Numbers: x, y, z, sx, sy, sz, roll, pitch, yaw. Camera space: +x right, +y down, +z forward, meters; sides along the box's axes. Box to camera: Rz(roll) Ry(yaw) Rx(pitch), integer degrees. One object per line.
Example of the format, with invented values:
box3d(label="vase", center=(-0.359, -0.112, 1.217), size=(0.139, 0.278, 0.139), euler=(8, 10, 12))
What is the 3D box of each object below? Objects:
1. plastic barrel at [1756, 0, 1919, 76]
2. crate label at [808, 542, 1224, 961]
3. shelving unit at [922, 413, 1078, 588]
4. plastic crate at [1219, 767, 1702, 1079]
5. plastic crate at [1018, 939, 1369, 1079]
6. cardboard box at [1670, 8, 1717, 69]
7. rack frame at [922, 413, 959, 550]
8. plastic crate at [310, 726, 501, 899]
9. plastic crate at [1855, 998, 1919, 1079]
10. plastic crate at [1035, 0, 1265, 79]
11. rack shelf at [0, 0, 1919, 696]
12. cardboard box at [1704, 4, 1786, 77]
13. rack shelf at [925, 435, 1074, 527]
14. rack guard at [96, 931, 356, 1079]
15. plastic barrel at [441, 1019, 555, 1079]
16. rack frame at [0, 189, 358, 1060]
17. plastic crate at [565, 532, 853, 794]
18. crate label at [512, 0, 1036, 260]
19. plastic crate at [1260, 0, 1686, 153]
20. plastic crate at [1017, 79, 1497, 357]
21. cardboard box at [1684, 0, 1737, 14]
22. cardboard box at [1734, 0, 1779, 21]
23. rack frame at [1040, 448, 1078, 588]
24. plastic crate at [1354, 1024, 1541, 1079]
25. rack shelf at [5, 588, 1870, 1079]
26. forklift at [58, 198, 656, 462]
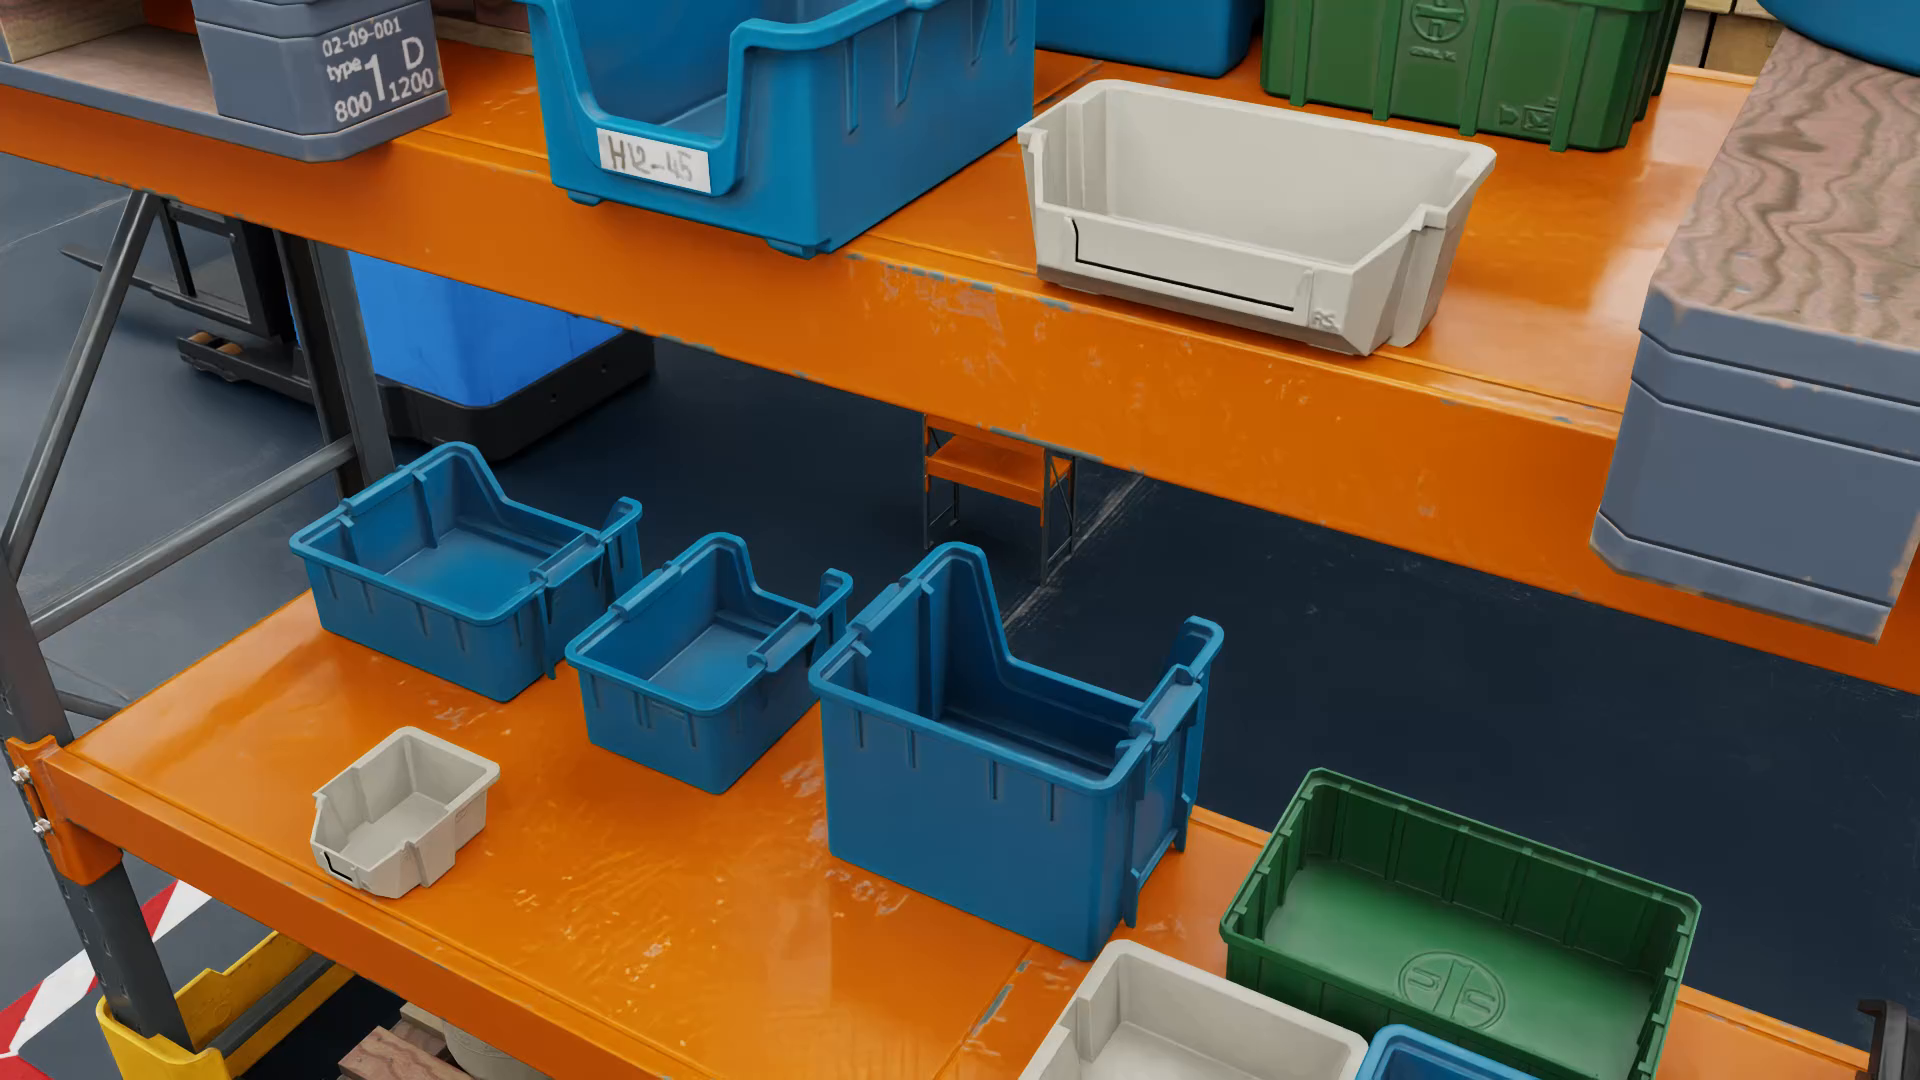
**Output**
box3d(label="plastic barrel", center=(1.033, -0.859, 1.297), size=(0.708, 0.901, 0.600), euler=(18, 37, 24))
box3d(label="crate label", center=(0.103, 0.359, 2.972), size=(0.616, 0.435, 0.502), euler=(18, 37, 24))
box3d(label="shelving unit", center=(0.144, -0.454, 5.849), size=(0.503, 1.200, 0.258), euler=(18, 37, 24))
box3d(label="plastic crate", center=(0.805, 0.677, 2.718), size=(0.662, 0.188, 0.450), euler=(18, 37, 24))
box3d(label="plastic crate", center=(0.308, 0.883, 2.456), size=(0.437, 0.136, 0.530), euler=(18, 37, 24))
box3d(label="cardboard box", center=(2.576, -1.867, 6.258), size=(0.500, 0.500, 0.700), euler=(19, 38, 26))
box3d(label="rack frame", center=(-0.068, -0.521, 5.950), size=(0.015, 1.200, 0.240), euler=(18, 37, 24))
box3d(label="plastic crate", center=(-1.012, 0.509, 3.018), size=(0.250, 0.136, 0.298), euler=(18, 37, 24))
box3d(label="plastic crate", center=(1.452, 0.919, 2.220), size=(0.504, 0.338, 0.767), euler=(18, 37, 24))
box3d(label="plastic crate", center=(0.176, -0.864, 2.150), size=(0.575, 0.384, 0.392), euler=(18, 37, 24))
box3d(label="rack shelf", center=(0.107, -0.401, 2.089), size=(4.000, 0.370, 1.077), euler=(18, 37, 24))
box3d(label="cardboard box", center=(3.022, -1.727, 6.047), size=(0.500, 0.500, 0.700), euler=(18, 38, 25))
box3d(label="rack shelf", center=(0.144, -0.233, 5.996), size=(0.480, 0.148, 0.258), euler=(18, 37, 24))
box3d(label="rack guard", center=(-1.540, 1.037, 4.242), size=(0.348, 0.500, 1.175), euler=(18, 37, 24))
box3d(label="plastic barrel", center=(-1.020, 1.003, 3.904), size=(0.421, 0.512, 0.421), euler=(0, 34, 0))
box3d(label="rack frame", center=(-1.631, -0.001, 3.545), size=(0.053, 2.616, 0.949), euler=(18, 37, 24))
box3d(label="plastic crate", center=(-0.485, 0.235, 3.325), size=(0.408, 0.251, 0.499), euler=(18, 37, 24))
box3d(label="crate label", center=(-0.168, -0.515, 1.745), size=(0.408, 0.251, 0.502), euler=(18, 37, 24))
box3d(label="plastic crate", center=(0.609, -0.627, 1.971), size=(0.450, 0.188, 0.336), euler=(18, 37, 24))
box3d(label="plastic crate", center=(0.250, -0.288, 1.507), size=(0.396, 0.136, 0.243), euler=(18, 37, 24))
box3d(label="cardboard box", center=(2.629, -1.990, 5.856), size=(0.250, 0.149, 0.380), euler=(19, 38, 26))
box3d(label="cardboard box", center=(4.945, -1.866, 4.487), size=(4.934, 1.460, 0.703), euler=(19, 38, 26))
box3d(label="rack frame", center=(0.356, -0.387, 5.748), size=(0.015, 1.200, 0.240), euler=(18, 37, 24))
box3d(label="plastic crate", center=(0.748, 0.986, 2.197), size=(0.616, 0.251, 0.499), euler=(18, 37, 24))
box3d(label="rack shelf", center=(0.107, 0.847, 2.920), size=(4.000, 0.370, 1.077), euler=(18, 37, 24))
box3d(label="forklift", center=(-0.650, -1.037, 4.469), size=(9.490, 3.703, 3.137), euler=(19, 38, 26))
